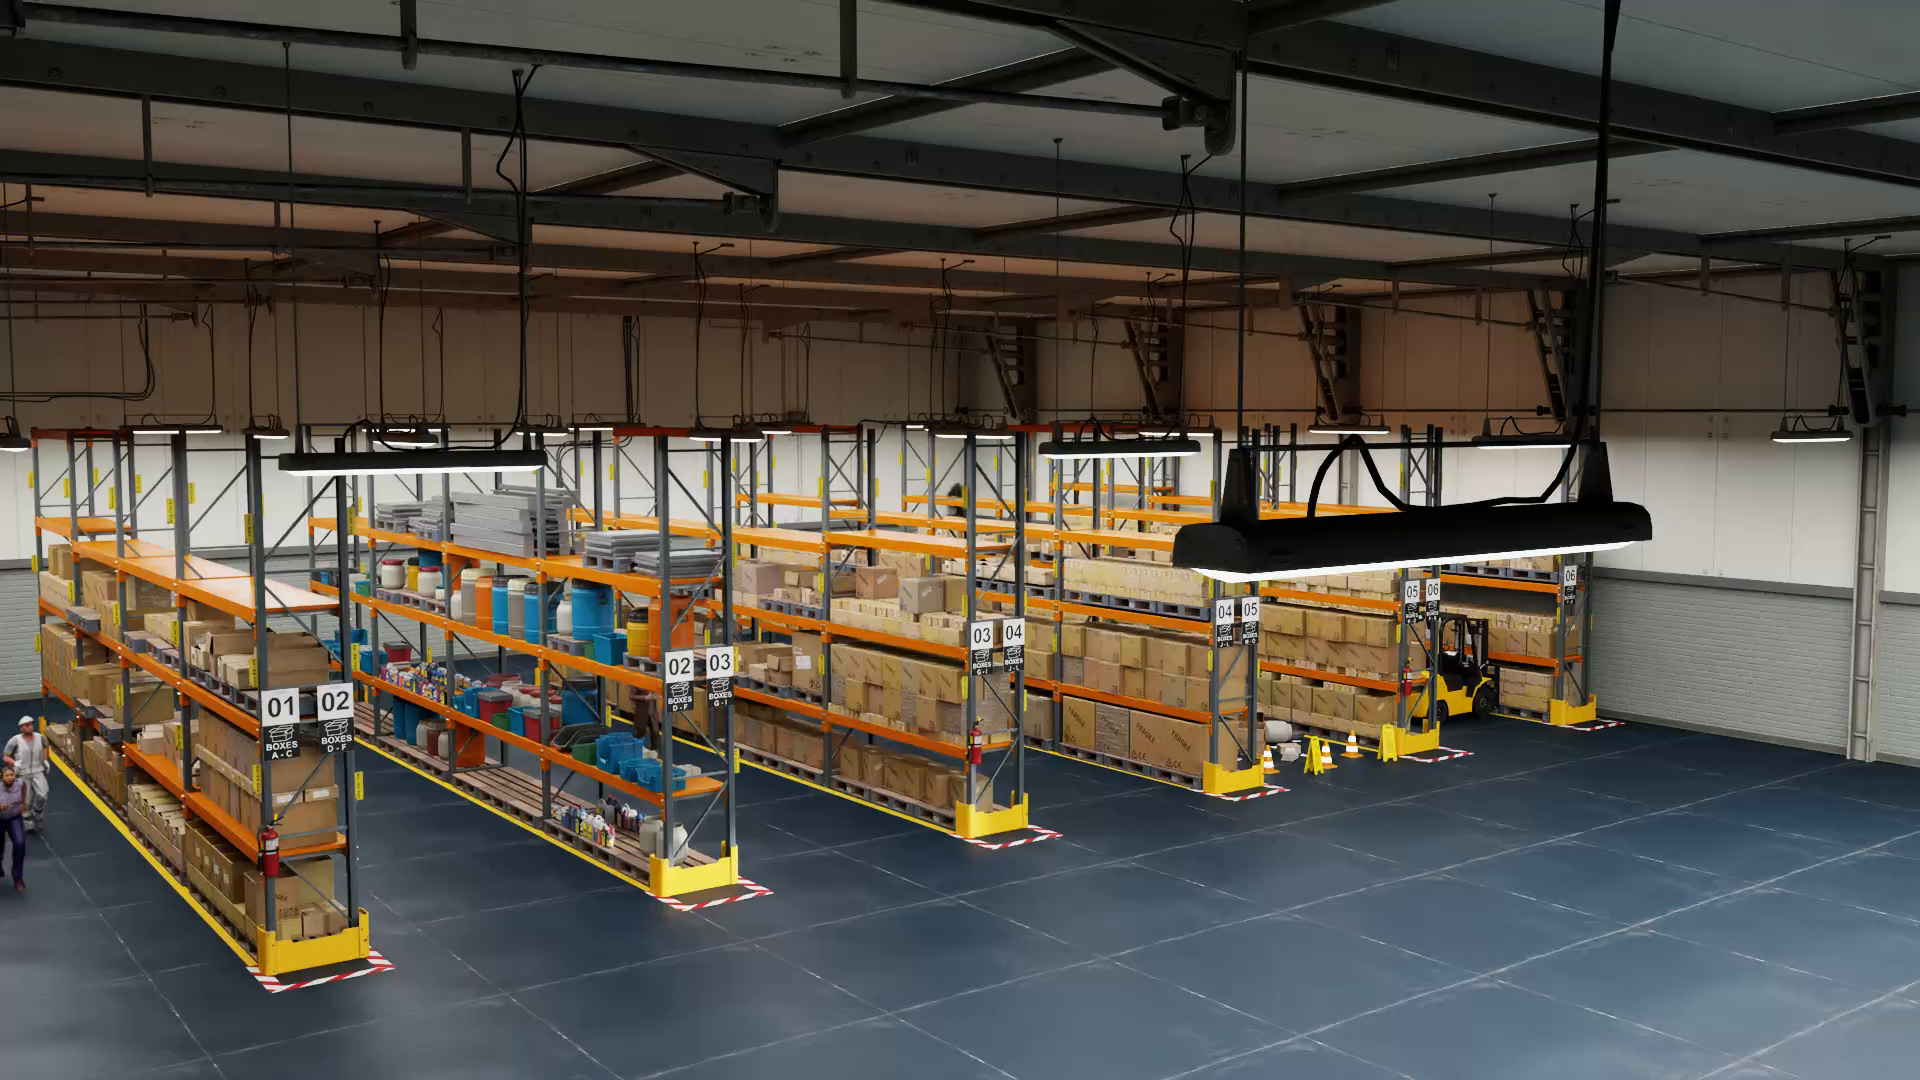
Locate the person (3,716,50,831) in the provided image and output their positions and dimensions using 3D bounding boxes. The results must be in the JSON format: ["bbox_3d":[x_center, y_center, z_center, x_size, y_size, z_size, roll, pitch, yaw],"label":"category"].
[{"bbox_3d":[-13.879,3.498,24.790,0.638,1.751,0.624,-4,6,-42],"label":"person"}]

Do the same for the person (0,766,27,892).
[{"bbox_3d":[-12.711,3.798,22.117,0.601,1.662,0.941,-4,6,-40],"label":"person"}]

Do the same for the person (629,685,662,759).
[{"bbox_3d":[-5.636,3.117,29.616,0.966,1.821,0.679,4,6,41],"label":"person"}]
